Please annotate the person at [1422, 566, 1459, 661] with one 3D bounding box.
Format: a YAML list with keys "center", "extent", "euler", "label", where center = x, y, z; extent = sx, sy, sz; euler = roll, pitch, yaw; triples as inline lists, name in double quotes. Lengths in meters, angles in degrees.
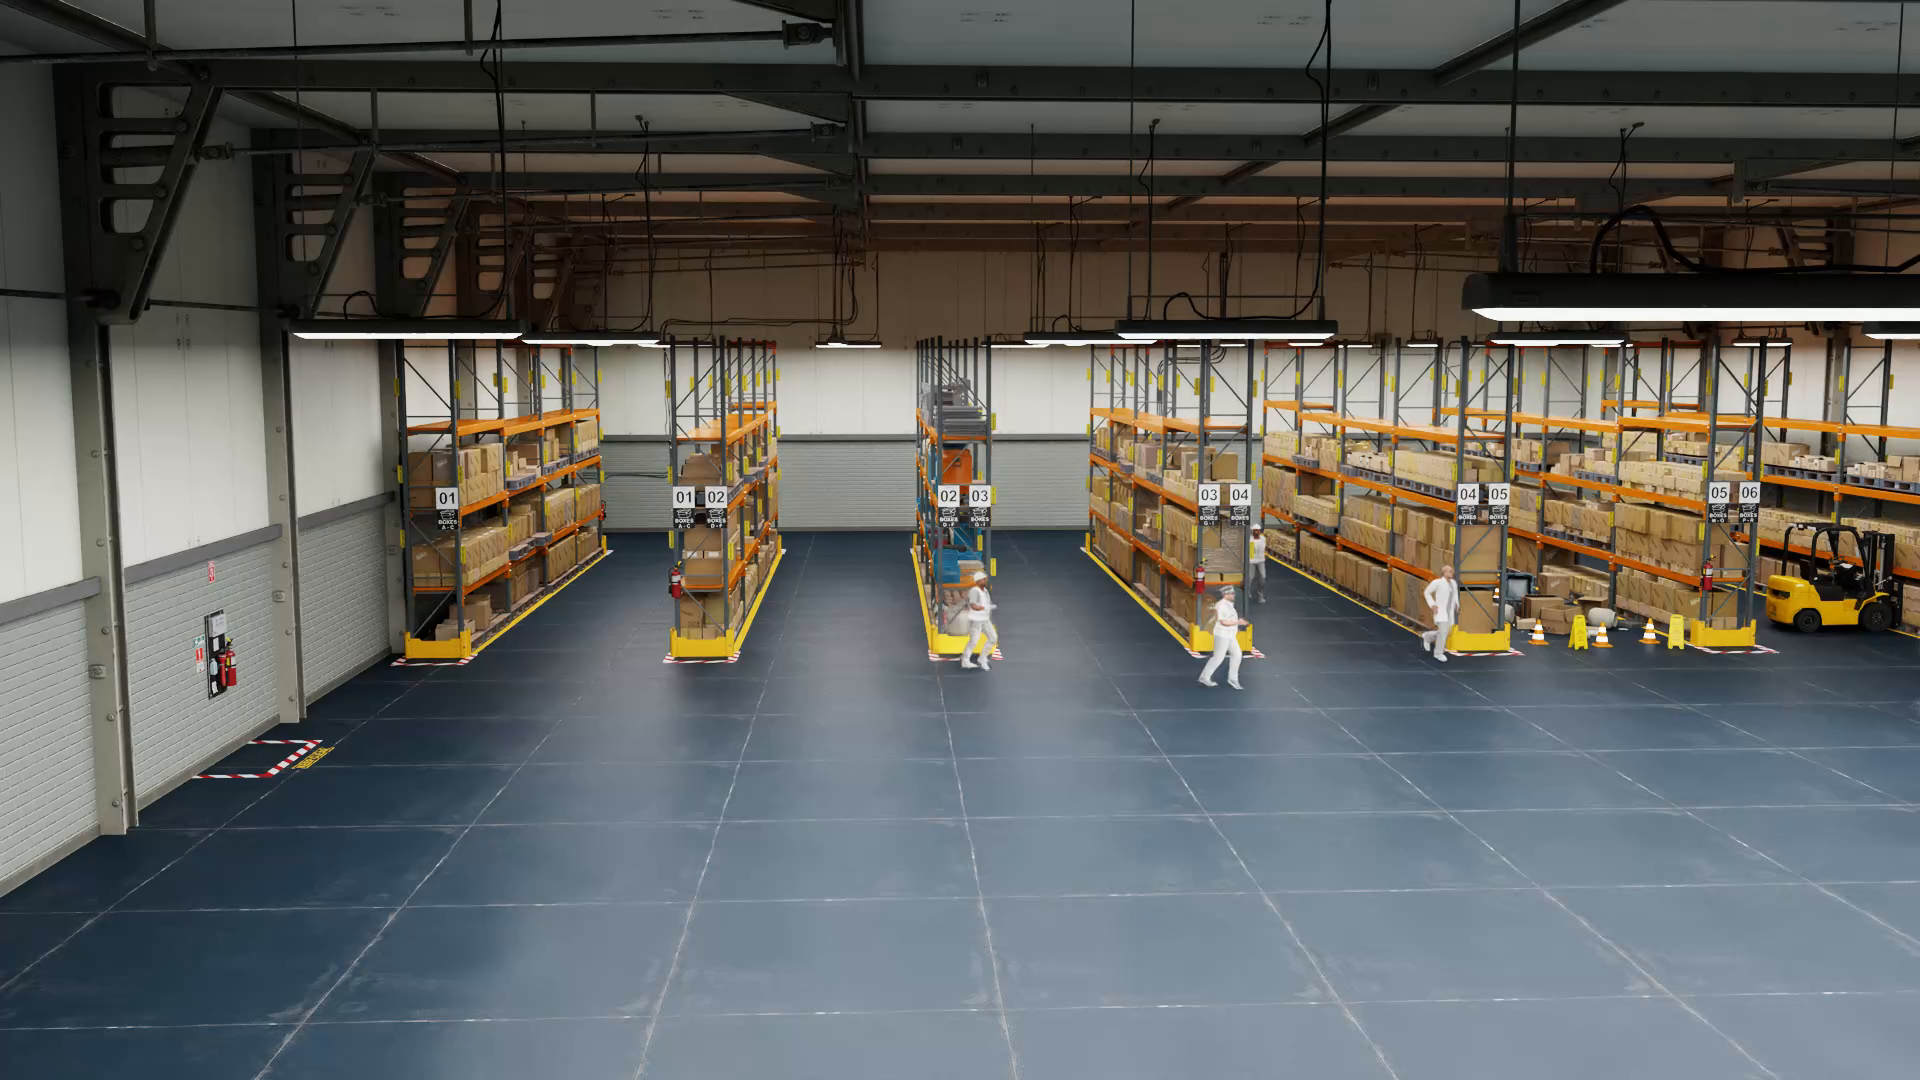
- center: [9.025, 1.346, 31.143]
  extent: [0.763, 1.743, 0.795]
  euler: [-3, 7, -26]
  label: "person"

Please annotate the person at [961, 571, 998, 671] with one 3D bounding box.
- center: [0.393, 1.467, 29.850]
  extent: [0.714, 1.809, 0.698]
  euler: [4, 8, 32]
  label: "person"

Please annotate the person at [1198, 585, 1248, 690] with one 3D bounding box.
- center: [4.488, 1.666, 28.183]
  extent: [0.849, 1.847, 0.609]
  euler: [3, 7, 24]
  label: "person"

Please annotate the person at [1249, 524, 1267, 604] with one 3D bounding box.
- center: [6.750, 0.525, 38.065]
  extent: [0.628, 1.815, 0.841]
  euler: [-1, 7, -8]
  label: "person"
